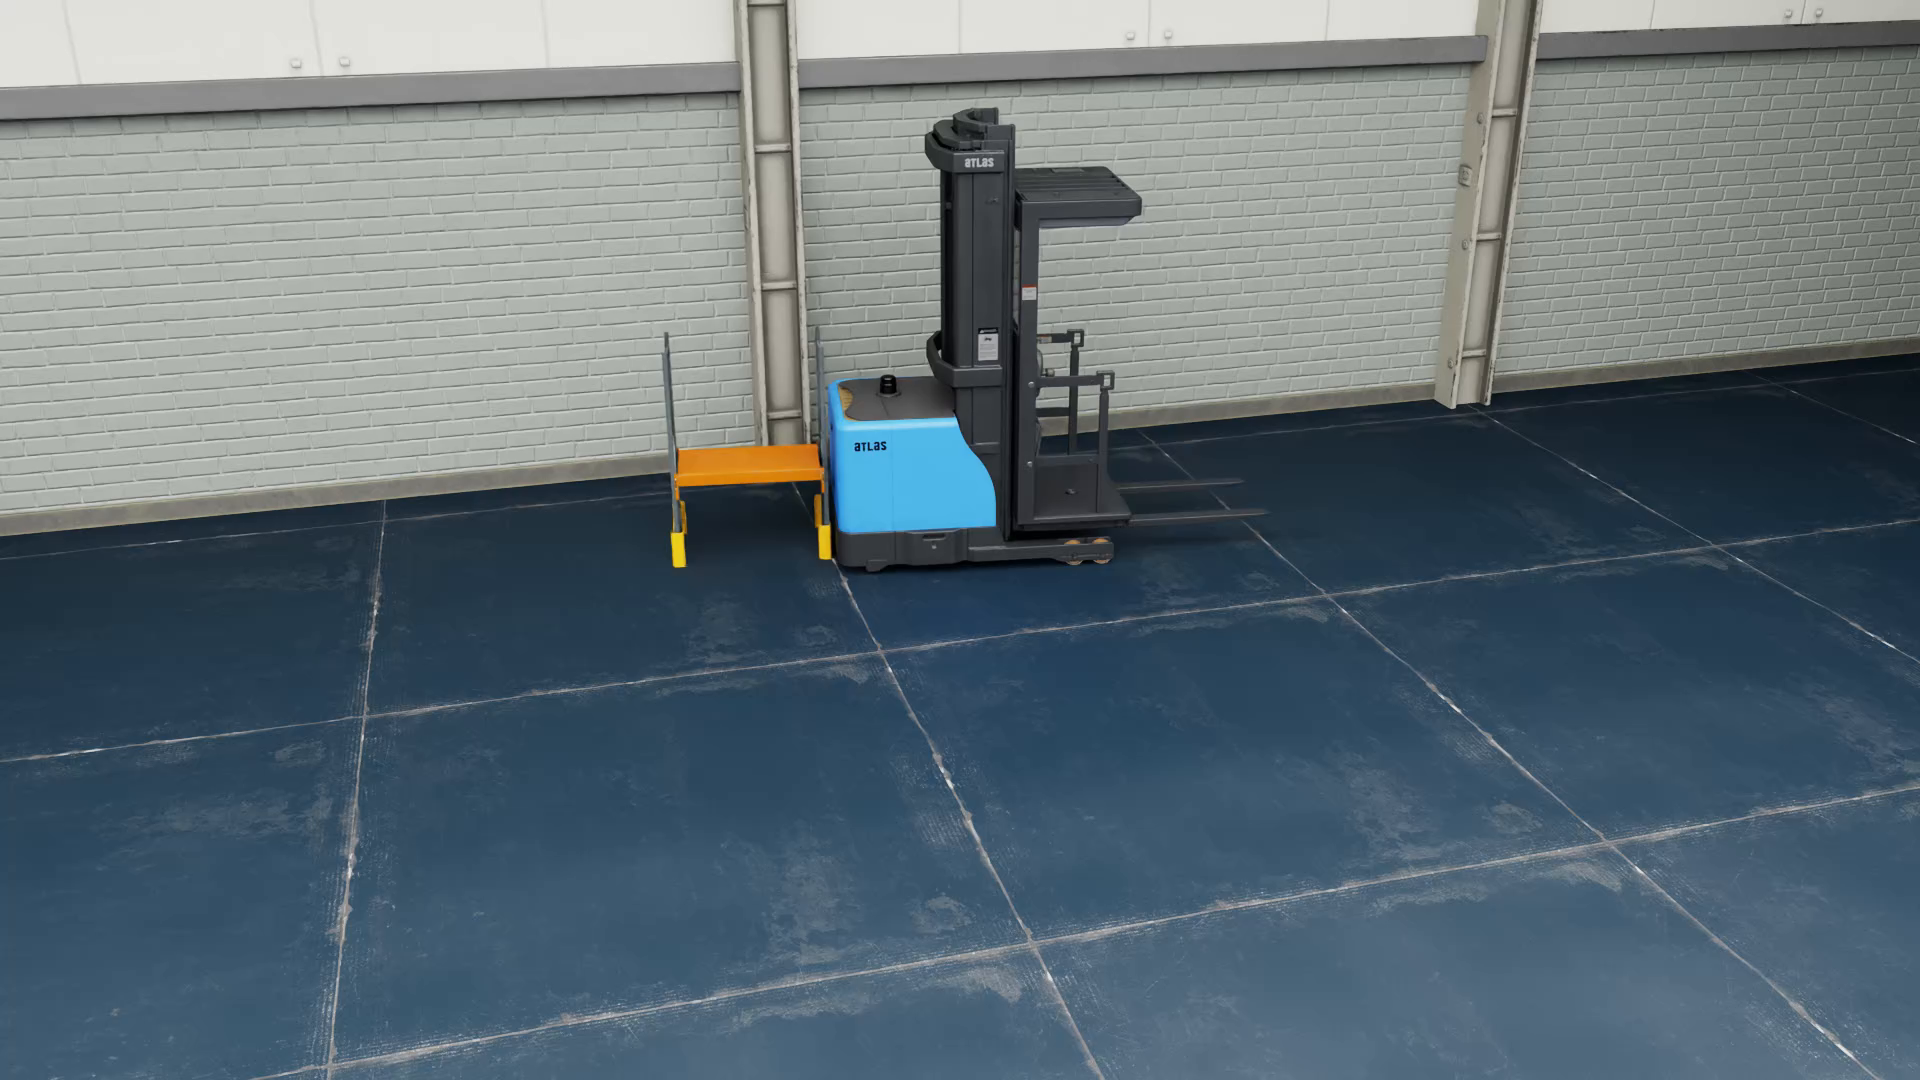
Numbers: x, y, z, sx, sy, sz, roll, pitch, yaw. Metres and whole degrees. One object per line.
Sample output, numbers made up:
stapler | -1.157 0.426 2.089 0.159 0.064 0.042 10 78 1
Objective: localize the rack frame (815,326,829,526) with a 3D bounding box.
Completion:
rack frame | -0.942 -0.672 11.413 0.032 1.500 0.500 -3 23 -7

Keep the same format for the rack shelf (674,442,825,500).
rack shelf | -1.446 -0.480 11.422 1.000 0.185 0.538 -3 23 -7

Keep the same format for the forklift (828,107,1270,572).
forklift | 0.621 -1.380 11.249 3.031 2.935 1.130 -3 23 -7

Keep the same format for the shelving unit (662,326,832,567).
shelving unit | -1.455 -0.645 11.350 1.083 1.500 0.587 -3 23 -7

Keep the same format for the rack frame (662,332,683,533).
rack frame | -1.950 -0.619 11.290 0.032 1.500 0.500 -3 23 -7

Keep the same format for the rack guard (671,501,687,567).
rack guard | -1.949 -0.044 11.536 0.087 0.250 0.587 -3 23 -7

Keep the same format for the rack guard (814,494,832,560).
rack guard | -0.962 -0.096 11.657 0.087 0.250 0.587 -3 23 -7

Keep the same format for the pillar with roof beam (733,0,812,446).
pillar with roof beam | -0.219 -3.079 7.514 0.400 9.000 9.100 -6 24 -14

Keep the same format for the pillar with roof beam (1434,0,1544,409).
pillar with roof beam | 5.558 -3.718 9.003 0.400 9.000 9.100 -6 24 -14
